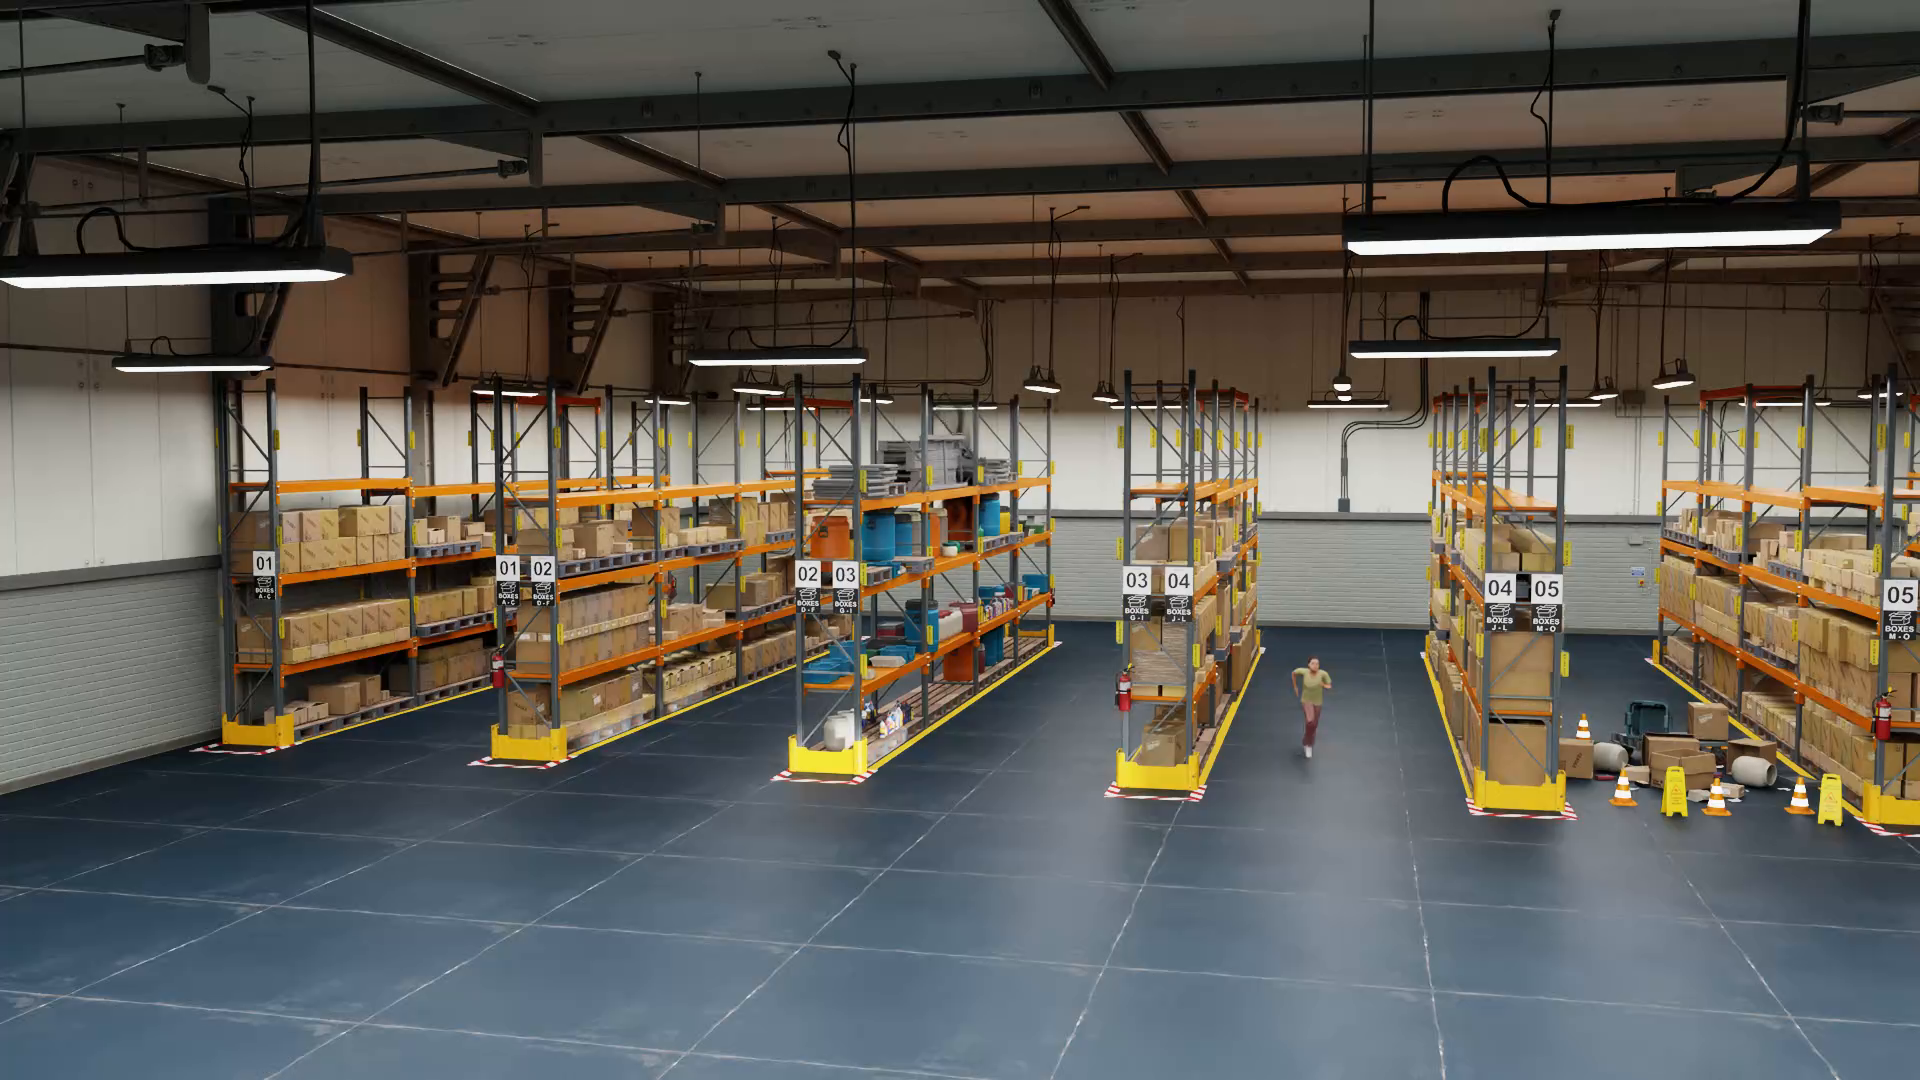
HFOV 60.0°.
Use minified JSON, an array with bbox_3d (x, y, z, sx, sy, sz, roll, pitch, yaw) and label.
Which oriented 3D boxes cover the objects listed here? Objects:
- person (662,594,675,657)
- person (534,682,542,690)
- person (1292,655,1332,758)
[{"bbox_3d":[-6.335,1.998,36.246,0.608,1.674,0.845,1,3,11],"label":"person"},{"bbox_3d":[-7.452,2.426,30.253,0.666,1.564,0.998,1,4,18],"label":"person"},{"bbox_3d":[5.537,2.609,26.265,0.553,1.609,0.874,0,3,-2],"label":"person"}]
